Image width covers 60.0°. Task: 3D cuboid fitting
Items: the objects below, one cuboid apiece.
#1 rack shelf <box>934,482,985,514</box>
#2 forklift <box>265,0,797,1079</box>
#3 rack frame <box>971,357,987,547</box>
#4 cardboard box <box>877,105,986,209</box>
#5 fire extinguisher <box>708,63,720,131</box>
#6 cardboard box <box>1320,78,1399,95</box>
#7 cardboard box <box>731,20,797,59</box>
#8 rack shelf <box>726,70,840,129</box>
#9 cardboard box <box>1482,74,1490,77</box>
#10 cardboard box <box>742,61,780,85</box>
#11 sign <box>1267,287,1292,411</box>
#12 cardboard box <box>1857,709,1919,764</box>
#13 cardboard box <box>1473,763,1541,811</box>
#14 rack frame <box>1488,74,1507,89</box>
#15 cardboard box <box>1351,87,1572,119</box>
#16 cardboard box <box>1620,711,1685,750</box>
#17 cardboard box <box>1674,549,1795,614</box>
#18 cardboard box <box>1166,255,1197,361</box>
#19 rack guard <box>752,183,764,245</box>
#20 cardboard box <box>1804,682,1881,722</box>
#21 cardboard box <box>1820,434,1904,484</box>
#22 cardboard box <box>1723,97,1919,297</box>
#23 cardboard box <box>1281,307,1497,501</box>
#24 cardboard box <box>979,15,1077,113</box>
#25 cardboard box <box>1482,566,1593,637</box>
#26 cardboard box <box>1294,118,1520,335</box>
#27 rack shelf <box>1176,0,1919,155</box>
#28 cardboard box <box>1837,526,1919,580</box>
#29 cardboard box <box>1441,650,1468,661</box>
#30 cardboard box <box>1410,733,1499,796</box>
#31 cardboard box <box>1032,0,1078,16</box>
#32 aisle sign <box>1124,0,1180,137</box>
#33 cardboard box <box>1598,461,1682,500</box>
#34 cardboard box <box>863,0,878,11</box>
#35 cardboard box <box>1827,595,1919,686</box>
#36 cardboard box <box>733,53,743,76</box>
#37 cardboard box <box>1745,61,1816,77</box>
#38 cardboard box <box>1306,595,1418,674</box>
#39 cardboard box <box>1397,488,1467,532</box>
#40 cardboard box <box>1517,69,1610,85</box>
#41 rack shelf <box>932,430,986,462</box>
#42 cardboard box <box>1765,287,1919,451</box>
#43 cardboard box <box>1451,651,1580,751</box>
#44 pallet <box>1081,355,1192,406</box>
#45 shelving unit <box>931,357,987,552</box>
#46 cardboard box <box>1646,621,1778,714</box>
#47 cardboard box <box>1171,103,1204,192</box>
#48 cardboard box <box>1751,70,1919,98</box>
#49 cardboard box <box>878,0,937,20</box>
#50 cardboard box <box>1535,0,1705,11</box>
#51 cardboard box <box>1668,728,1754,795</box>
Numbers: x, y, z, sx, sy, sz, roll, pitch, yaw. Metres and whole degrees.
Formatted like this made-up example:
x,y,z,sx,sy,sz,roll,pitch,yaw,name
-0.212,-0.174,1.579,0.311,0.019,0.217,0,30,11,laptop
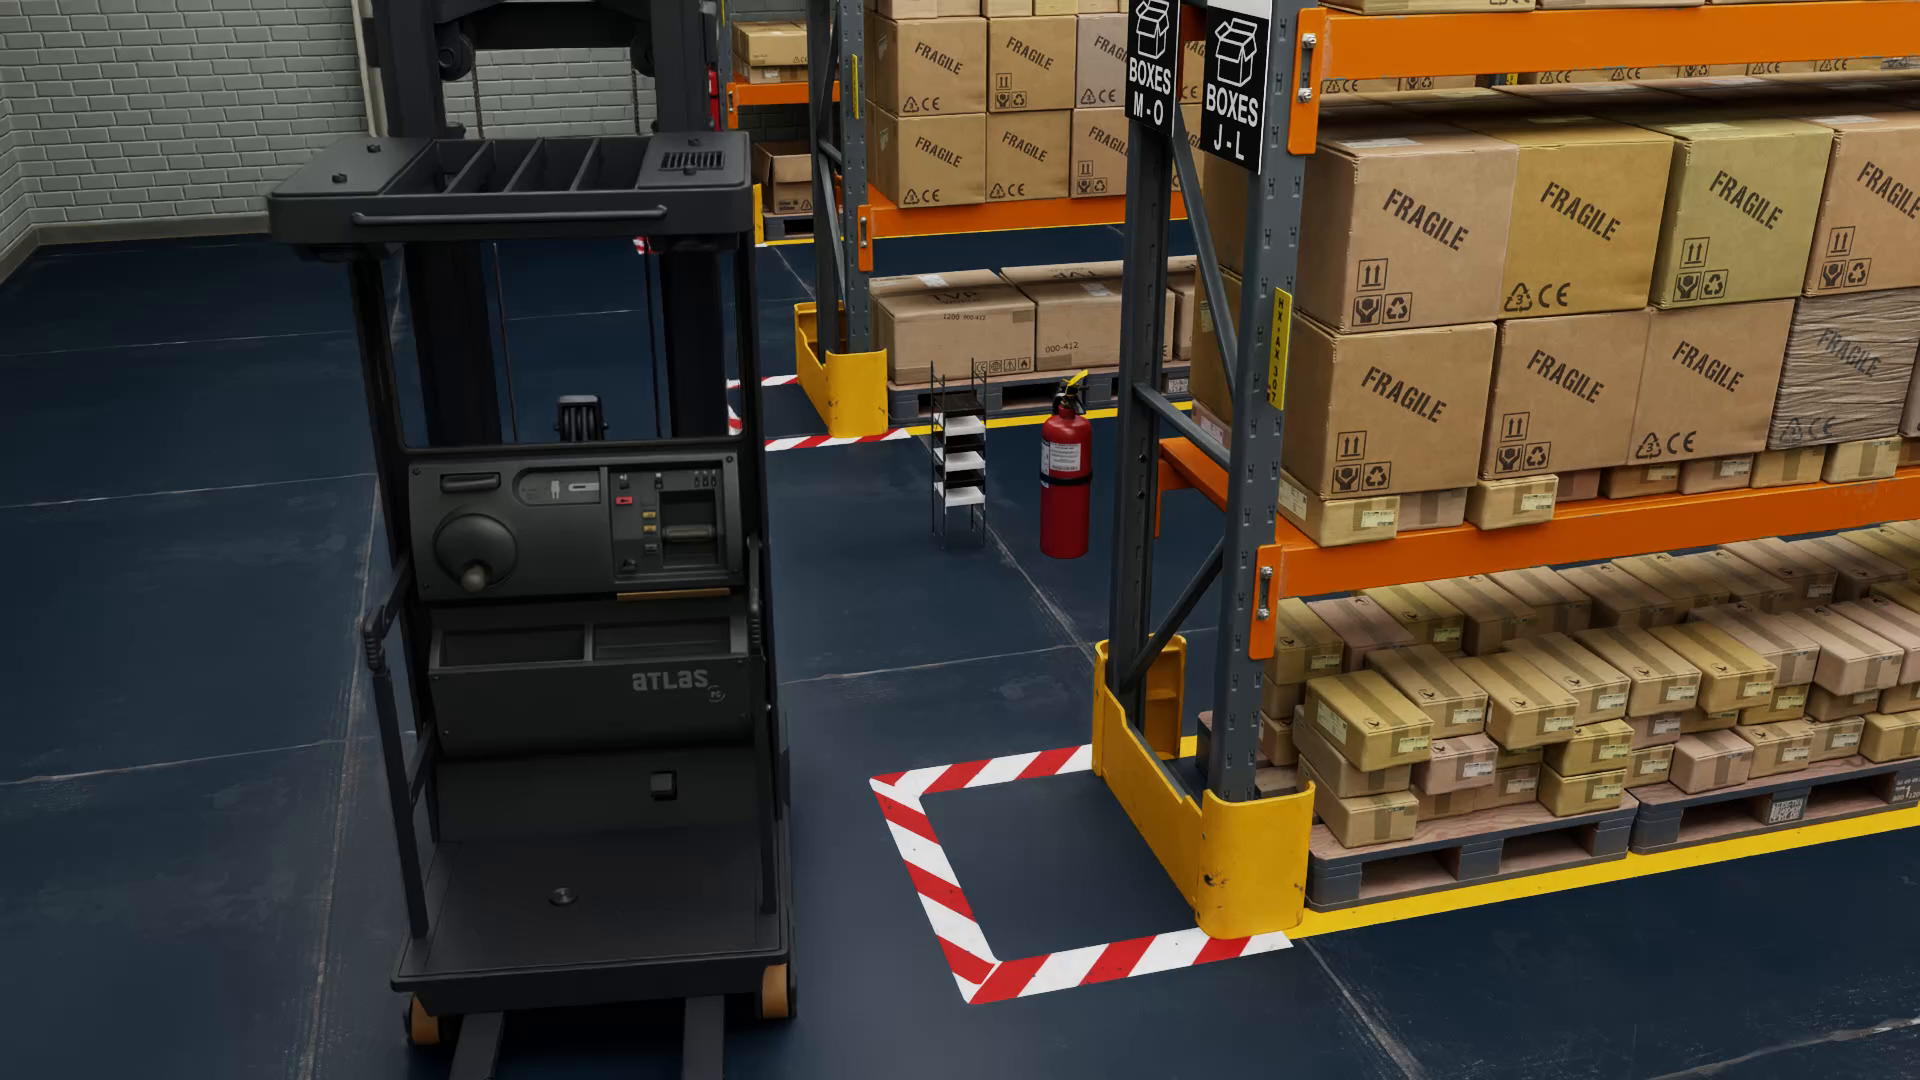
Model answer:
x,y,z,sx,sy,sz,roll,pitch,yaw,name
-0.008,-0.217,8.155,0.200,0.077,0.258,-6,24,-14,rack shelf
-1.074,-0.024,4.589,1.130,2.935,3.031,-3,23,-6,forklift
0.090,-0.424,8.096,0.006,0.900,0.240,-6,24,-14,rack frame
-0.166,-2.189,9.422,0.500,0.500,0.500,-7,24,-15,cardboard box
-2.067,-3.687,13.611,0.183,0.674,0.296,-6,24,-14,fire extinguisher
2.275,-2.927,9.872,0.500,0.500,0.500,-7,24,-15,cardboard box
-1.679,-4.303,14.287,0.500,0.250,0.500,-6,24,-13,cardboard box
-0.124,-3.968,14.606,4.000,0.370,1.077,-6,24,-14,rack shelf
3.508,-3.276,10.685,0.500,0.500,0.500,-6,24,-13,cardboard box
-1.659,-3.901,13.856,0.250,0.149,0.380,-6,24,-15,cardboard box
0.876,-0.525,4.571,0.005,0.325,0.100,-6,24,-14,sign
3.298,0.640,6.038,0.250,0.149,0.380,-6,24,-14,cardboard box
1.787,0.762,5.753,0.250,0.149,0.380,-6,24,-14,cardboard box
3.146,-2.627,10.569,0.127,3.000,1.000,-6,24,-14,rack frame
1.590,-1.172,5.405,0.500,0.500,0.500,-7,24,-16,cardboard box
2.300,0.571,5.820,0.250,0.149,0.380,-7,24,-17,cardboard box
2.929,0.188,6.335,0.250,0.149,0.380,-7,24,-17,cardboard box
1.651,-1.521,10.708,0.875,0.438,0.875,-7,24,-16,cardboard box
-1.977,-2.945,14.479,0.348,0.500,1.175,-6,24,-14,rack guard
3.081,0.490,6.011,0.250,0.149,0.380,-7,24,-17,cardboard box
2.883,-0.330,5.534,0.250,0.149,0.380,-6,24,-13,cardboard box
2.714,-1.081,5.192,0.500,0.500,0.500,-7,24,-16,cardboard box
1.236,-0.458,5.010,0.500,0.500,0.500,-5,24,-12,cardboard box
0.329,-2.707,9.361,0.500,0.500,0.500,-7,24,-16,cardboard box
2.153,0.224,6.252,0.250,0.149,0.380,-5,24,-12,cardboard box
1.233,-0.922,4.823,0.500,0.500,0.500,-6,24,-15,cardboard box
2.655,-1.594,5.268,4.000,0.370,1.077,-6,24,-14,rack shelf
3.681,0.095,6.552,0.250,0.149,0.380,-7,24,-15,cardboard box
1.660,0.427,6.156,0.250,0.149,0.380,-7,24,-17,cardboard box
1.582,0.682,5.563,0.250,0.149,0.380,-6,24,-15,cardboard box
0.474,-3.012,9.247,0.250,0.149,0.380,-7,24,-16,cardboard box
0.578,-1.634,4.956,0.004,0.787,0.394,-6,24,-14,aisle sign
2.117,-0.278,5.412,0.250,0.149,0.380,-7,24,-15,cardboard box
-0.414,-3.119,9.498,0.250,0.149,0.380,-6,24,-14,cardboard box
3.328,0.355,5.947,0.250,0.149,0.380,-8,24,-17,cardboard box
-1.803,-4.107,14.337,0.250,0.149,0.380,-7,24,-15,cardboard box
5.109,-3.245,10.614,0.500,0.500,0.500,-7,24,-15,cardboard box
1.428,0.353,5.951,0.250,0.149,0.380,-6,24,-13,cardboard box
1.363,-0.170,5.161,0.250,0.149,0.380,-5,24,-12,cardboard box
3.647,-3.071,10.207,0.500,0.500,0.500,-6,24,-14,cardboard box
-0.008,-0.465,8.048,0.200,0.077,0.258,-6,24,-14,rack shelf
2.709,-0.629,5.408,0.500,0.500,0.500,-7,24,-16,cardboard box
1.835,0.531,5.537,0.250,0.149,0.380,-6,24,-15,cardboard box
1.216,-1.163,10.693,1.213,0.211,1.003,-6,24,-14,pallet
-0.008,-0.413,8.071,0.210,0.900,0.258,-6,24,-14,shelving unit
2.587,0.436,5.757,0.250,0.149,0.380,-6,24,-14,cardboard box
1.286,-2.361,9.821,0.500,0.500,0.500,-6,24,-13,cardboard box
3.092,-1.343,5.803,0.500,0.500,0.500,-6,24,-13,cardboard box
-0.289,-2.938,9.075,0.250,0.149,0.380,-6,24,-13,cardboard box
1.739,-1.648,4.672,0.500,0.250,0.500,-6,24,-13,cardboard box
2.546,0.720,5.852,0.250,0.149,0.380,-8,24,-17,cardboard box
